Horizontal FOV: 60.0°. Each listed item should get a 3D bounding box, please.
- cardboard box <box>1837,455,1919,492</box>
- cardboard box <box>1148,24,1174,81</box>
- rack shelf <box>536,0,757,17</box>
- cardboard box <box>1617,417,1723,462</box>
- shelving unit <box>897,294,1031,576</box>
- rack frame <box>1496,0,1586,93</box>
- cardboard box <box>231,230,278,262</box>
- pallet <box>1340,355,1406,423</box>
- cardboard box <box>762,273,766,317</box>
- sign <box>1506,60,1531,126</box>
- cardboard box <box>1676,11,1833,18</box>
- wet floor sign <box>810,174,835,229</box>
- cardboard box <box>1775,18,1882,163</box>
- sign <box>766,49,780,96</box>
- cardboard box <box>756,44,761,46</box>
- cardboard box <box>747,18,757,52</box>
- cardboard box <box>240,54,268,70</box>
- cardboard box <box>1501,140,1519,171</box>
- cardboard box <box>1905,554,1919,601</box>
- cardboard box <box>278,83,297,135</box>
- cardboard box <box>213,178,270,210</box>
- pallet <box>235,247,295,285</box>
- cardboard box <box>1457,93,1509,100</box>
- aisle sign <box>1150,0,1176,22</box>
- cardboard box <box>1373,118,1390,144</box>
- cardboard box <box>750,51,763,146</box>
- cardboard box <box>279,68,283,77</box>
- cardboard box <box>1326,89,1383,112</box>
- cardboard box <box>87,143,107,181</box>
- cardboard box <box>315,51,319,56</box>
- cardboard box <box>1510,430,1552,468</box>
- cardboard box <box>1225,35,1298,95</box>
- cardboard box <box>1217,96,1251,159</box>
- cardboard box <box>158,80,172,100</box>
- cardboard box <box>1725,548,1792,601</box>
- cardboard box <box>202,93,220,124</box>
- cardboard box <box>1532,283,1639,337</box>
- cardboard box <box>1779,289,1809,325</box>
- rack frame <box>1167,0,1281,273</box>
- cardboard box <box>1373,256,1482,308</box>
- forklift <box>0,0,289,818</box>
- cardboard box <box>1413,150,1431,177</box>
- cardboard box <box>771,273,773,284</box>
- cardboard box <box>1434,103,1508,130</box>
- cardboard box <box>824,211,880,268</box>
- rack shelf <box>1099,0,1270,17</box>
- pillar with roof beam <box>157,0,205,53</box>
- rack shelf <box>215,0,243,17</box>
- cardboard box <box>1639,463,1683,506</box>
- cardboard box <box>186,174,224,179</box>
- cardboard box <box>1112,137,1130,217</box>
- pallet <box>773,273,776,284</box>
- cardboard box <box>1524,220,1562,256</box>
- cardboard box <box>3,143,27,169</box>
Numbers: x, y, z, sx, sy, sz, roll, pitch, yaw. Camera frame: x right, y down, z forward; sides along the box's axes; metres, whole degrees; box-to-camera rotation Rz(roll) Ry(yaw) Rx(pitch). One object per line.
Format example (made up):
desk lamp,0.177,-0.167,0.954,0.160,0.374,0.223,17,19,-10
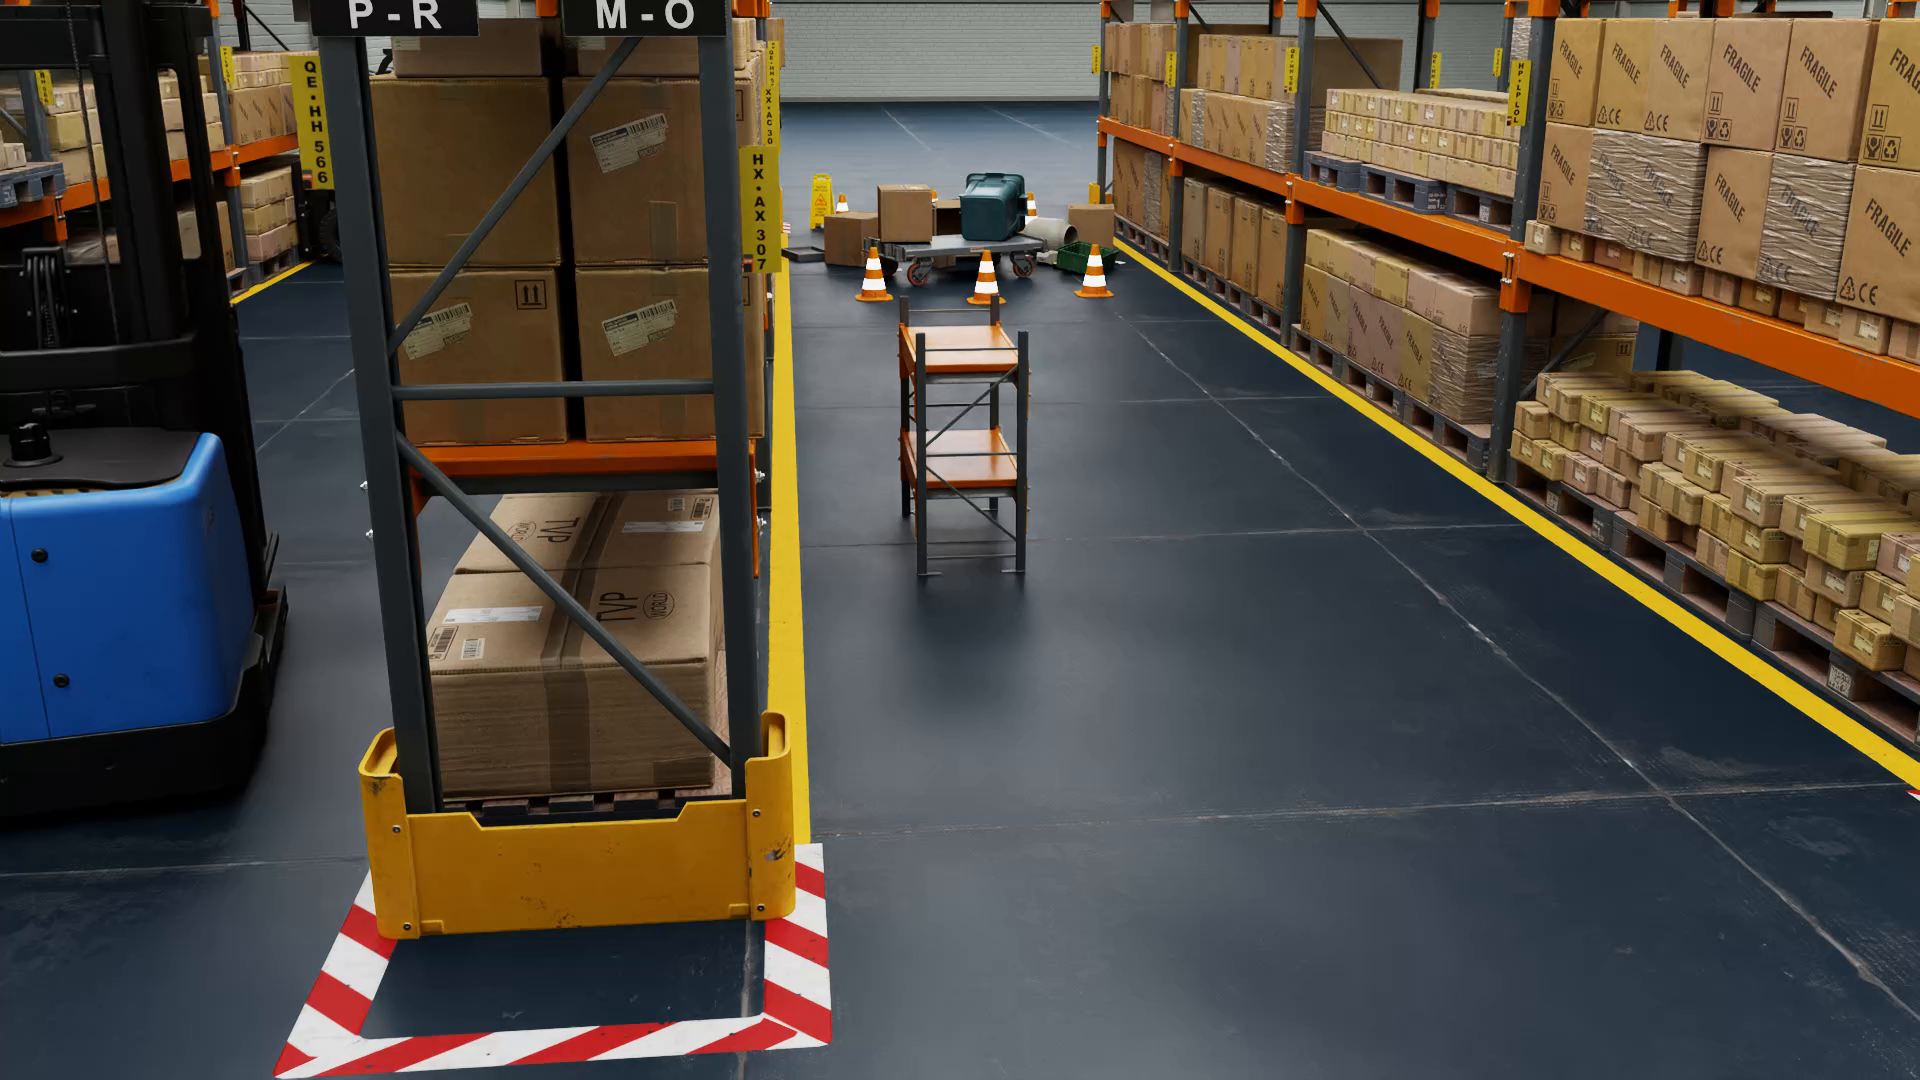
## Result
cardboard box,3.971,-0.257,7.054,0.380,0.149,0.250,-2,17,-5
cardboard box,2.428,-5.008,17.069,0.875,0.550,0.550,-2,18,-6
rack shelf,-1.277,-2.076,5.975,1.077,0.370,4.000,-2,18,-6
cardboard box,3.298,-0.469,7.728,0.380,0.149,0.250,-1,17,-4
shelving unit,0.001,-0.535,8.002,0.538,1.125,1.048,-2,18,-6
rack frame,7.136,-5.465,20.578,1.000,3.000,0.127,-2,18,-6
cardboard box,-6.966,-2.856,16.155,0.500,0.250,0.500,-2,18,-5
pallet,3.219,-1.033,11.114,1.003,0.211,1.213,-2,18,-6
cardboard box,-1.057,-1.199,6.821,0.500,0.500,0.500,-2,18,-6
sign,2.878,-2.301,8.566,0.100,0.325,0.005,-2,18,-6
cardboard box,7.491,-4.519,15.861,1.000,1.000,1.000,-2,18,-5
wet floor sign,-1.677,-4.126,20.241,0.267,0.644,0.232,4,18,13
cardboard box,3.433,-1.676,6.175,0.500,0.500,0.500,-1,17,-3
sign,-1.345,-3.346,11.895,0.100,0.325,0.005,-2,18,-6
cardboard box,-1.432,-2.703,9.942,0.500,0.500,0.500,-2,18,-7
cardboard box,-1.135,-2.336,7.692,0.380,0.149,0.250,-2,18,-7
cardboard box,-7.195,-4.798,16.704,0.380,0.149,0.250,-2,18,-6
cardboard box,3.192,-2.102,9.086,0.380,0.149,0.250,-1,17,-4
cardboard box,3.535,0.151,5.754,0.380,0.149,0.250,-2,17,-5
cardboard box,-7.186,-4.457,17.199,0.500,0.500,0.500,-2,18,-5
cardboard box,-6.983,-3.332,16.004,0.500,0.250,0.500,-2,18,-6
pallet,-7.286,-2.721,16.491,1.003,0.211,1.213,-2,18,-6
cardboard box,3.605,-2.959,11.319,0.380,0.149,0.250,-1,17,-4
aisle sign,2.483,-6.613,19.893,0.394,0.787,0.004,-2,18,-6
cardboard box,2.979,-2.721,11.059,0.380,0.149,0.250,-2,18,-6
cardboard box,-1.160,-1.977,7.629,0.500,0.500,0.500,-2,18,-6
cardboard box,-7.251,-4.809,17.236,0.380,0.149,0.250,-2,18,-6
cardboard box,2.872,-3.178,12.017,0.380,0.149,0.250,-2,18,-6
cardboard box,-6.683,-2.839,12.464,0.500,0.250,0.500,-2,18,-7
cardboard box,-7.412,-5.404,18.635,0.380,0.149,0.250,-2,18,-5
cardboard box,3.148,-0.489,8.785,0.380,0.149,0.250,-3,18,-8
cardboard box,2.768,-4.224,14.787,0.700,0.500,0.500,-2,18,-5
cardboard box,2.545,-3.582,14.413,0.500,0.500,0.500,-2,17,-5
cardboard box,-6.848,-3.770,13.928,0.380,0.149,0.250,-2,18,-7
cardboard box,3.384,0.132,6.807,0.380,0.149,0.250,-3,18,-8
cardboard box,-6.941,-3.842,14.821,0.500,0.250,0.500,-2,18,-7
cardboard box,3.616,-1.361,9.724,0.500,0.250,0.500,-3,18,-8
cardboard box,3.482,-0.930,6.552,0.380,0.149,0.250,-3,18,-8
rack frame,2.604,-4.150,16.390,1.000,3.000,0.127,-2,18,-6
cardboard box,2.993,-1.657,10.668,0.500,0.250,0.500,-3,18,-8
forklift,-3.286,-0.912,6.188,1.130,2.935,3.031,-6,18,-17
cardboard box,3.054,-2.348,10.366,0.380,0.149,0.250,-1,17,-3
cardboard box,-2.101,-2.337,14.298,0.950,0.372,0.625,-1,17,-4
cardboard box,3.091,-2.554,10.028,0.380,0.149,0.250,-2,18,-7
cardboard box,-1.066,-3.137,17.331,0.500,0.500,0.500,11,21,32
rack shelf,2.398,-5.834,17.946,1.077,0.370,4.000,-2,18,-6
pillar with roof beam,-4.201,-7.765,17.886,9.100,9.000,0.400,-2,18,-6
rack shelf,-7.452,-5.497,16.871,1.077,0.370,4.000,-2,18,-6
cardboard box,3.318,-0.247,7.517,0.380,0.149,0.250,-2,18,-6
cardboard box,-7.556,-3.470,16.441,0.500,0.250,0.500,-2,18,-6
cardboard box,2.327,-4.329,19.804,0.875,0.875,0.875,-2,18,-5
pallet,-2.227,-2.405,15.485,1.003,0.211,1.213,-2,18,-6
cardboard box,3.133,-1.553,8.534,0.380,0.149,0.250,-1,17,-4
cardboard box,-6.384,-2.518,10.908,0.380,0.149,0.250,-1,17,-5
